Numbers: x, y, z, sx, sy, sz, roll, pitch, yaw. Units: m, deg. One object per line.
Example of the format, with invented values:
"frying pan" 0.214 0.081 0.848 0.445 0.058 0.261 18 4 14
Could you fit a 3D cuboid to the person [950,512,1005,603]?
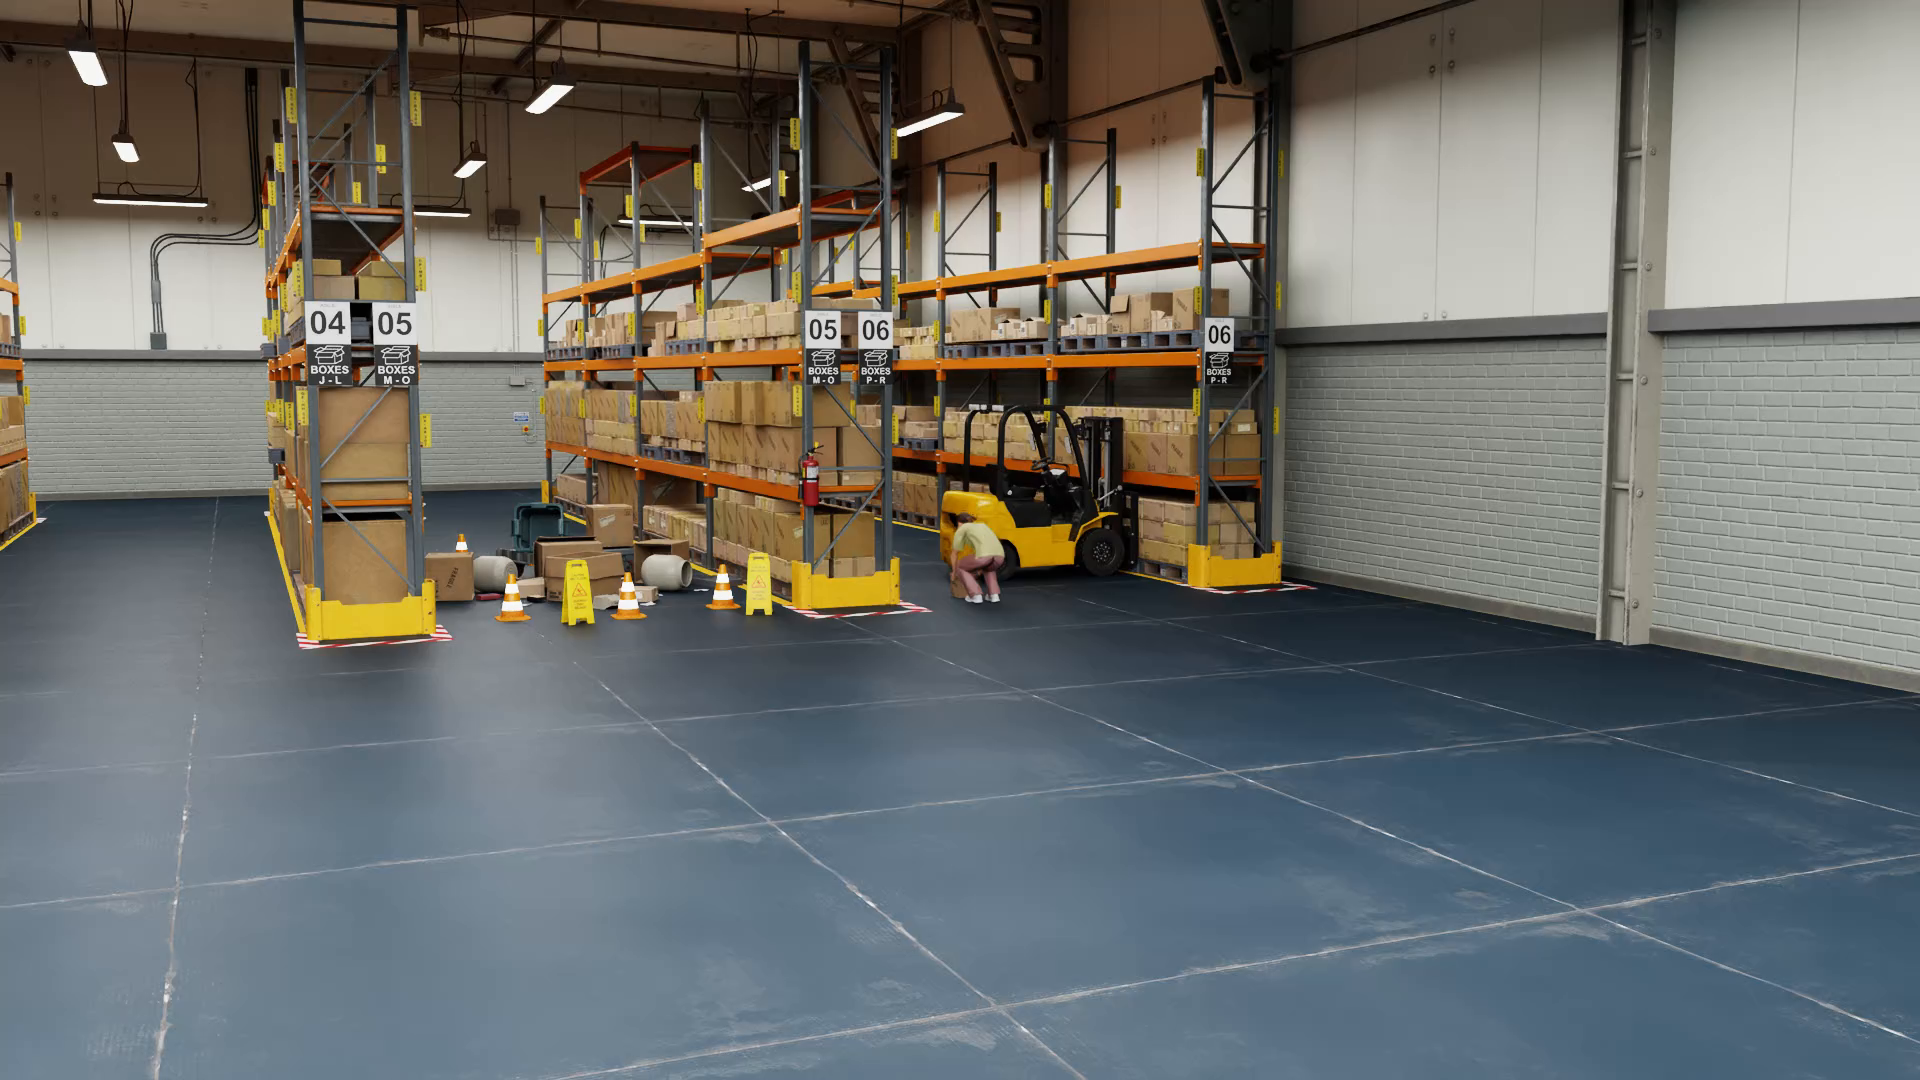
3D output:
"person" 0.186 0.196 18.617 0.495 0.974 0.787 -2 6 -24
